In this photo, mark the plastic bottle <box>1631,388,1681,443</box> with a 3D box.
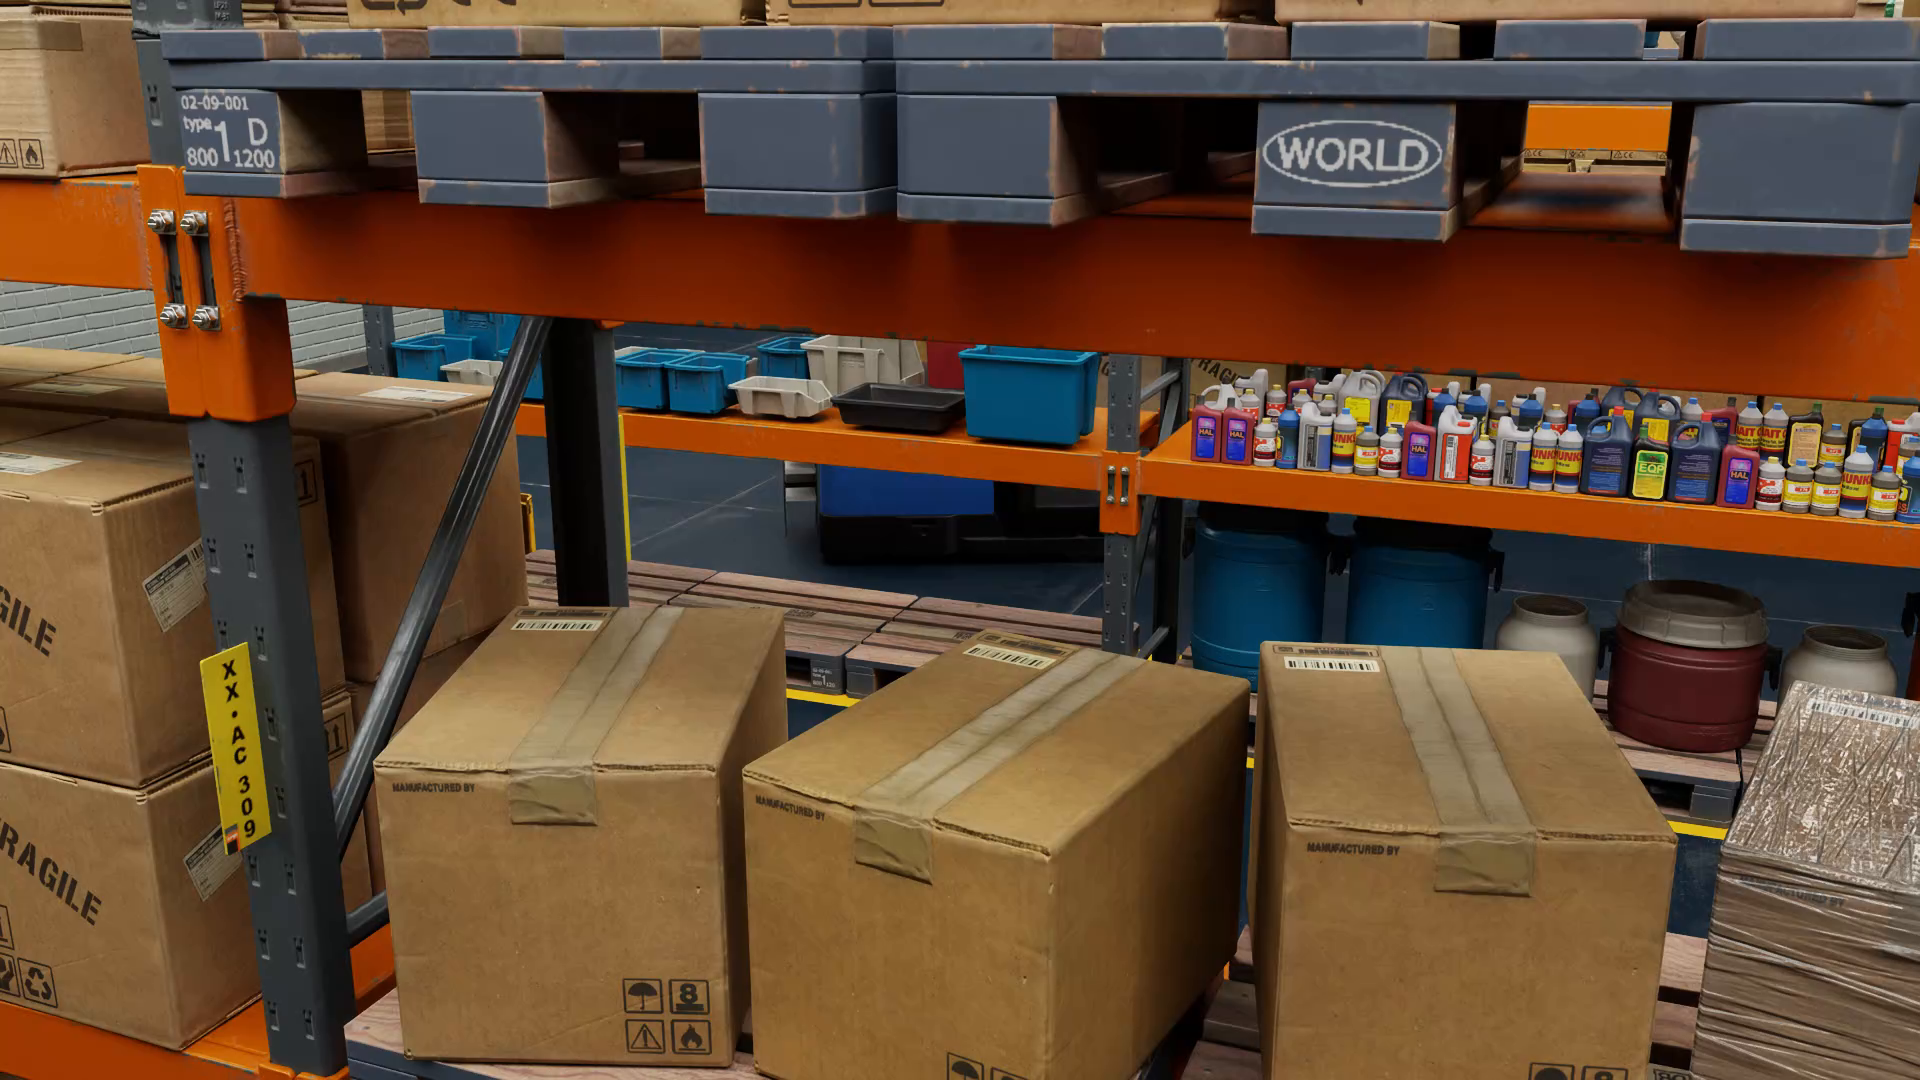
[{"bbox_3d":[2.949,-0.484,7.048,0.185,0.351,0.144,6,17,21],"label":"plastic bottle"}]

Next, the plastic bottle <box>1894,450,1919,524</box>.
[{"bbox_3d":[3.571,-0.202,6.220,0.097,0.271,0.097,0,16,0],"label":"plastic bottle"}]

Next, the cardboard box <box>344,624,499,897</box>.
[{"bbox_3d":[-1.316,0.431,3.629,0.500,0.500,0.500,7,18,22],"label":"cardboard box"}]

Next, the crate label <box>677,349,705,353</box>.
[{"bbox_3d":[-1.484,-0.902,8.765,0.243,0.136,0.396,6,17,21],"label":"crate label"}]

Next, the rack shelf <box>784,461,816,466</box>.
[{"bbox_3d":[-1.036,-0.542,10.724,0.200,0.077,0.258,-2,16,-7],"label":"rack shelf"}]

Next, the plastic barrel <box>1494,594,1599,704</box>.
[{"bbox_3d":[2.531,0.524,7.197,0.421,0.512,0.421,0,16,0],"label":"plastic barrel"}]

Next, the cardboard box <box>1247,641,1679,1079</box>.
[{"bbox_3d":[0.725,0.517,2.580,0.500,0.500,0.700,2,16,7],"label":"cardboard box"}]

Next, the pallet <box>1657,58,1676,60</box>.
[{"bbox_3d":[6.112,-4.397,15.397,1.003,0.211,1.213,6,17,21],"label":"pallet"}]

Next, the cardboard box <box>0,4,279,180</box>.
[{"bbox_3d":[-1.491,-0.747,2.756,0.500,0.250,0.500,6,17,21],"label":"cardboard box"}]

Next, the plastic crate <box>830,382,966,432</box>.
[{"bbox_3d":[-0.260,-0.624,7.828,0.590,0.125,0.437,6,17,21],"label":"plastic crate"}]

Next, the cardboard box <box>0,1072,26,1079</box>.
[{"bbox_3d":[-2.691,1.399,4.164,0.637,0.503,0.797,6,17,21],"label":"cardboard box"}]

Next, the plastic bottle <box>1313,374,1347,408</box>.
[{"bbox_3d":[1.705,-0.629,7.682,0.135,0.276,0.152,6,17,21],"label":"plastic bottle"}]

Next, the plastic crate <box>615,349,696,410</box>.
[{"bbox_3d":[-1.508,-0.795,8.223,0.300,0.233,0.416,6,17,21],"label":"plastic crate"}]

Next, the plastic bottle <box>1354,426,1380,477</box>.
[{"bbox_3d":[1.699,-0.374,6.939,0.097,0.201,0.097,0,16,0],"label":"plastic bottle"}]

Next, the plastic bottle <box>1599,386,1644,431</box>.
[{"bbox_3d":[2.879,-0.537,7.231,0.185,0.351,0.144,6,17,21],"label":"plastic bottle"}]

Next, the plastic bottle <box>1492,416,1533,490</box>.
[{"bbox_3d":[2.247,-0.358,6.749,0.135,0.276,0.152,6,17,21],"label":"plastic bottle"}]

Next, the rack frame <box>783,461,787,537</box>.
[{"bbox_3d":[-1.136,-0.484,10.728,0.006,0.900,0.240,-2,16,-7],"label":"rack frame"}]

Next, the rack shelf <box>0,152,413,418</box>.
[{"bbox_3d":[-2.802,-0.698,3.607,4.000,0.370,1.077,6,17,21],"label":"rack shelf"}]

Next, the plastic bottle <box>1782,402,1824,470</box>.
[{"bbox_3d":[3.564,-0.442,7.024,0.133,0.283,0.061,6,17,21],"label":"plastic bottle"}]

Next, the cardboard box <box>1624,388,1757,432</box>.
[{"bbox_3d":[4.957,-0.908,11.479,0.875,0.875,1.225,6,17,21],"label":"cardboard box"}]

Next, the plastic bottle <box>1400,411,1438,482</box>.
[{"bbox_3d":[1.890,-0.387,6.837,0.133,0.283,0.061,6,17,21],"label":"plastic bottle"}]

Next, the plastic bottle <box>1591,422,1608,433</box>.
[{"bbox_3d":[2.579,-0.354,6.745,0.097,0.271,0.097,0,16,0],"label":"plastic bottle"}]

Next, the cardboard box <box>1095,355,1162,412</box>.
[{"bbox_3d":[1.275,-1.328,12.927,0.875,0.875,0.875,6,17,21],"label":"cardboard box"}]

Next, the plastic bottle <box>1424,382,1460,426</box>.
[{"bbox_3d":[2.174,-0.577,7.504,0.135,0.276,0.152,6,17,21],"label":"plastic bottle"}]

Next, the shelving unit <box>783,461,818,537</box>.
[{"bbox_3d":[-1.036,-0.488,10.740,0.210,0.900,0.258,-2,16,-7],"label":"shelving unit"}]

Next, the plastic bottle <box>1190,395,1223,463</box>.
[{"bbox_3d":[1.064,-0.478,7.150,0.133,0.283,0.061,6,17,21],"label":"plastic bottle"}]

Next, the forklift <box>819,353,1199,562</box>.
[{"bbox_3d":[0.626,-1.418,10.301,3.031,2.935,1.130,-1,16,-3],"label":"forklift"}]

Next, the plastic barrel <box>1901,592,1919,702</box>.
[{"bbox_3d":[4.139,0.522,6.635,0.708,0.830,0.600,6,17,21],"label":"plastic barrel"}]

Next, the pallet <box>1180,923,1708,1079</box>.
[{"bbox_3d":[0.969,0.906,2.518,1.213,0.211,1.003,6,17,21],"label":"pallet"}]

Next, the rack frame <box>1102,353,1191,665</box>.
[{"bbox_3d":[0.880,-0.682,7.644,0.127,3.000,1.000,6,17,21],"label":"rack frame"}]

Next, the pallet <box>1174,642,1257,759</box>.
[{"bbox_3d":[1.582,0.747,7.723,1.213,0.211,1.003,6,17,21],"label":"pallet"}]

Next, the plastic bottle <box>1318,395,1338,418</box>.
[{"bbox_3d":[1.676,-0.559,7.575,0.097,0.201,0.097,0,16,0],"label":"plastic bottle"}]

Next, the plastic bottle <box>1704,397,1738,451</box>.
[{"bbox_3d":[3.258,-0.475,7.140,0.133,0.283,0.061,6,17,21],"label":"plastic bottle"}]

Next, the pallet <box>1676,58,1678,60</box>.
[{"bbox_3d":[4.758,-3.073,10.838,1.213,0.211,1.003,7,18,23],"label":"pallet"}]

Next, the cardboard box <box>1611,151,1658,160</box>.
[{"bbox_3d":[8.069,-4.798,19.847,0.500,0.500,0.500,6,17,20],"label":"cardboard box"}]

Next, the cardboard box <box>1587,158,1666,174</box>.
[{"bbox_3d":[4.512,-2.301,11.240,0.637,0.503,0.797,7,18,22],"label":"cardboard box"}]

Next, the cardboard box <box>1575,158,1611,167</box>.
[{"bbox_3d":[7.594,-4.482,20.106,0.500,0.250,0.500,7,17,21],"label":"cardboard box"}]

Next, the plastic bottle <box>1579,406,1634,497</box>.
[{"bbox_3d":[2.576,-0.357,6.611,0.185,0.351,0.144,6,17,21],"label":"plastic bottle"}]

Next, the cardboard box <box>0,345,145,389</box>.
[{"bbox_3d":[-2.235,-0.153,3.847,0.500,0.500,0.500,6,17,19],"label":"cardboard box"}]

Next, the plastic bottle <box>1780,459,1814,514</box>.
[{"bbox_3d":[3.209,-0.208,6.367,0.097,0.201,0.097,0,16,0],"label":"plastic bottle"}]

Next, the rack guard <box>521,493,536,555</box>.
[{"bbox_3d":[-2.869,0.110,9.398,0.348,0.500,1.175,6,17,21],"label":"rack guard"}]

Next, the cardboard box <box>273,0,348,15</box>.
[{"bbox_3d":[-1.303,-1.121,3.146,0.500,0.250,0.500,6,17,21],"label":"cardboard box"}]

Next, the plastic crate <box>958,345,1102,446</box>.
[{"bbox_3d":[0.320,-0.663,7.497,0.575,0.384,0.392,6,17,21],"label":"plastic crate"}]

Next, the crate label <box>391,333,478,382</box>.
[{"bbox_3d":[-2.733,-0.929,8.687,0.303,0.233,0.416,6,17,21],"label":"crate label"}]

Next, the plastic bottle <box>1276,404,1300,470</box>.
[{"bbox_3d":[1.393,-0.442,7.046,0.097,0.271,0.097,0,16,0],"label":"plastic bottle"}]

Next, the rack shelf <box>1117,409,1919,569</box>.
[{"bbox_3d":[2.740,-0.132,7.039,4.000,0.370,1.077,6,17,21],"label":"rack shelf"}]

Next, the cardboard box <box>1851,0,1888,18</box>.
[{"bbox_3d":[5.824,-3.293,10.318,0.637,0.503,0.797,7,18,24],"label":"cardboard box"}]

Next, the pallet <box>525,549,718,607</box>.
[{"bbox_3d":[-2.089,0.342,9.117,1.213,0.211,1.003,6,17,21],"label":"pallet"}]

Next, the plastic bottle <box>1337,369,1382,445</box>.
[{"bbox_3d":[1.802,-0.612,7.490,0.185,0.351,0.144,6,17,21],"label":"plastic bottle"}]

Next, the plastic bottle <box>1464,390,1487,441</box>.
[{"bbox_3d":[2.271,-0.527,7.340,0.097,0.271,0.097,0,16,0],"label":"plastic bottle"}]

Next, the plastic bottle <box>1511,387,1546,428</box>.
[{"bbox_3d":[2.515,-0.540,7.375,0.135,0.276,0.152,6,17,21],"label":"plastic bottle"}]

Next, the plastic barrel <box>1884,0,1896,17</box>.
[{"bbox_3d":[3.699,-2.009,6.358,0.294,0.245,0.294,0,16,0],"label":"plastic barrel"}]

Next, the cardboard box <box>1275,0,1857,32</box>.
[{"bbox_3d":[0.742,-0.930,2.004,0.600,0.600,0.600,6,17,18],"label":"cardboard box"}]

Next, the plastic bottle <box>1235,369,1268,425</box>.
[{"bbox_3d":[1.365,-0.666,7.811,0.135,0.276,0.152,6,17,21],"label":"plastic bottle"}]

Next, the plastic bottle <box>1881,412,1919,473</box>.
[{"bbox_3d":[3.886,-0.389,6.856,0.135,0.276,0.152,6,17,21],"label":"plastic bottle"}]

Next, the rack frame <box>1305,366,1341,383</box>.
[{"bbox_3d":[2.697,-1.967,12.068,0.127,3.000,1.000,6,17,21],"label":"rack frame"}]
